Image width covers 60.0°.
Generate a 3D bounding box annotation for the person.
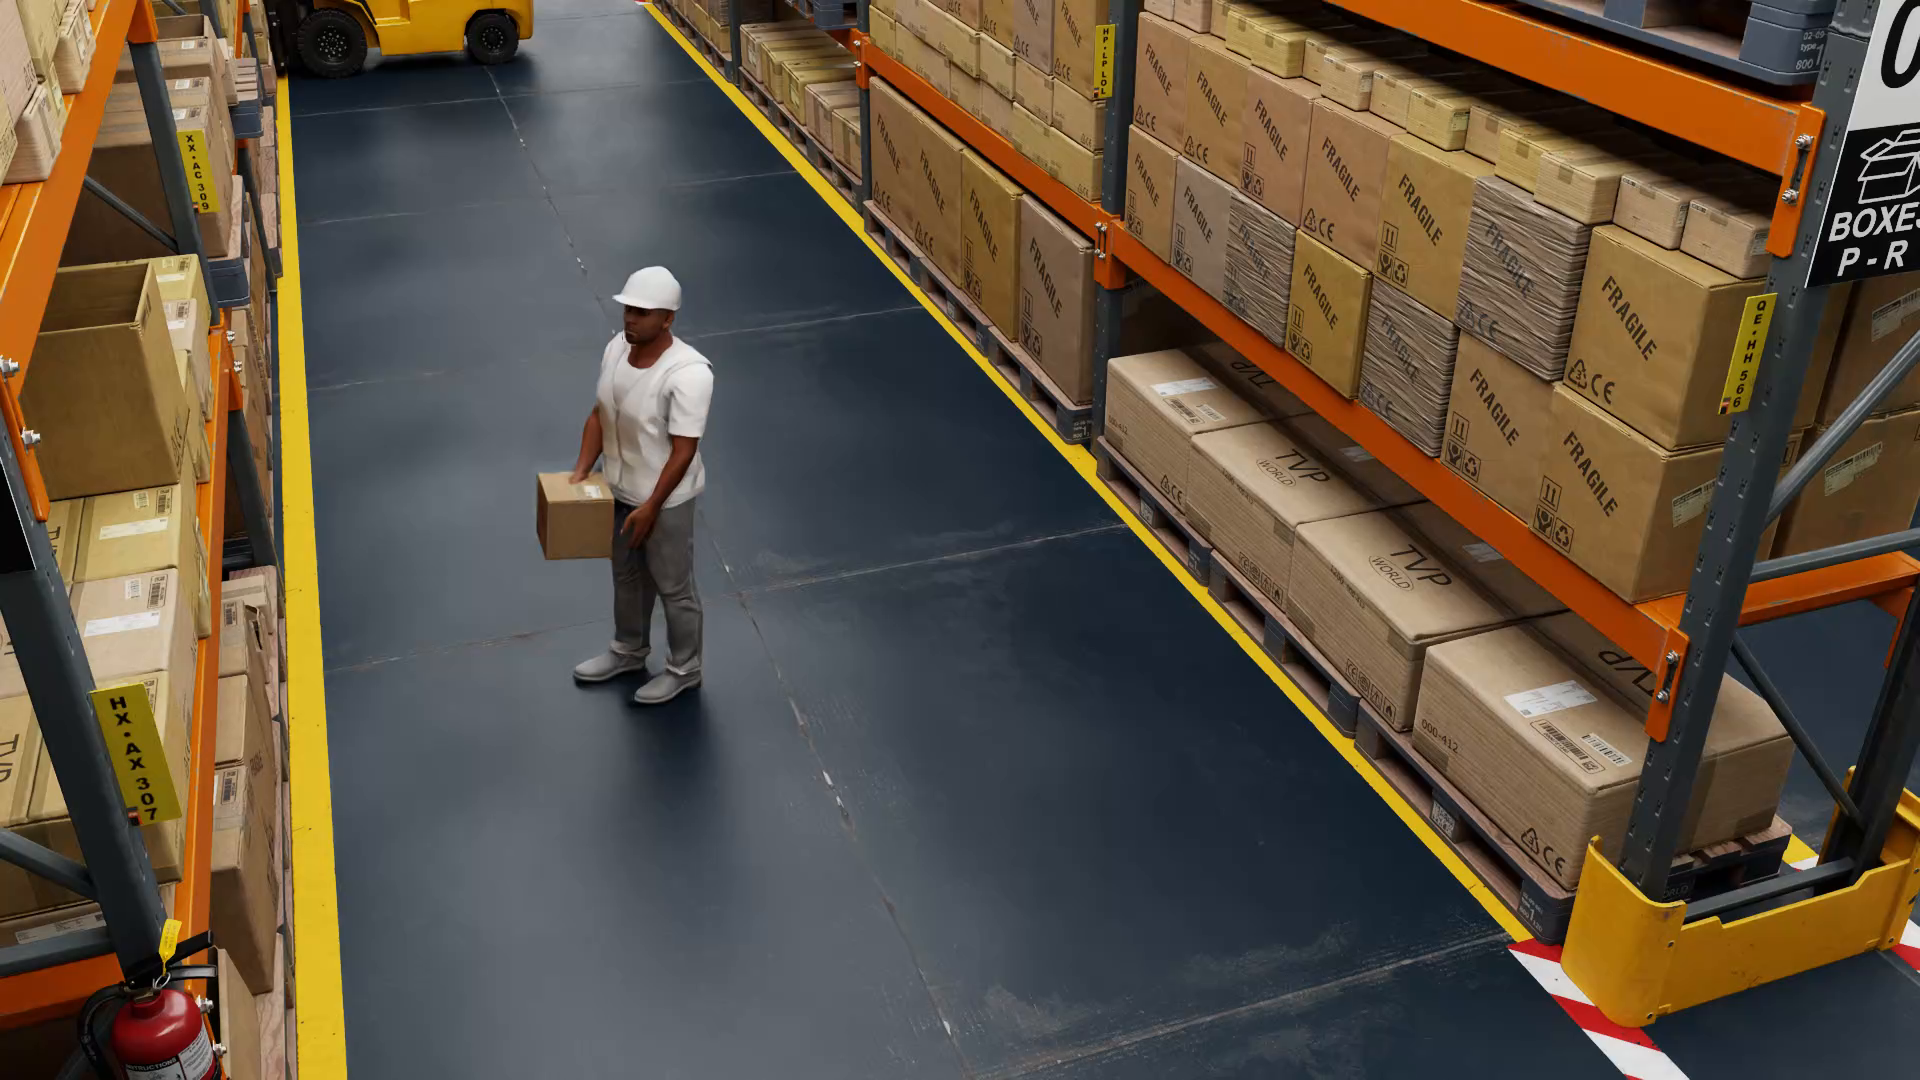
[{"bbox_3d":[-1.238,-0.186,6.411,0.604,1.772,0.503,23,37,35],"label":"person"}]
